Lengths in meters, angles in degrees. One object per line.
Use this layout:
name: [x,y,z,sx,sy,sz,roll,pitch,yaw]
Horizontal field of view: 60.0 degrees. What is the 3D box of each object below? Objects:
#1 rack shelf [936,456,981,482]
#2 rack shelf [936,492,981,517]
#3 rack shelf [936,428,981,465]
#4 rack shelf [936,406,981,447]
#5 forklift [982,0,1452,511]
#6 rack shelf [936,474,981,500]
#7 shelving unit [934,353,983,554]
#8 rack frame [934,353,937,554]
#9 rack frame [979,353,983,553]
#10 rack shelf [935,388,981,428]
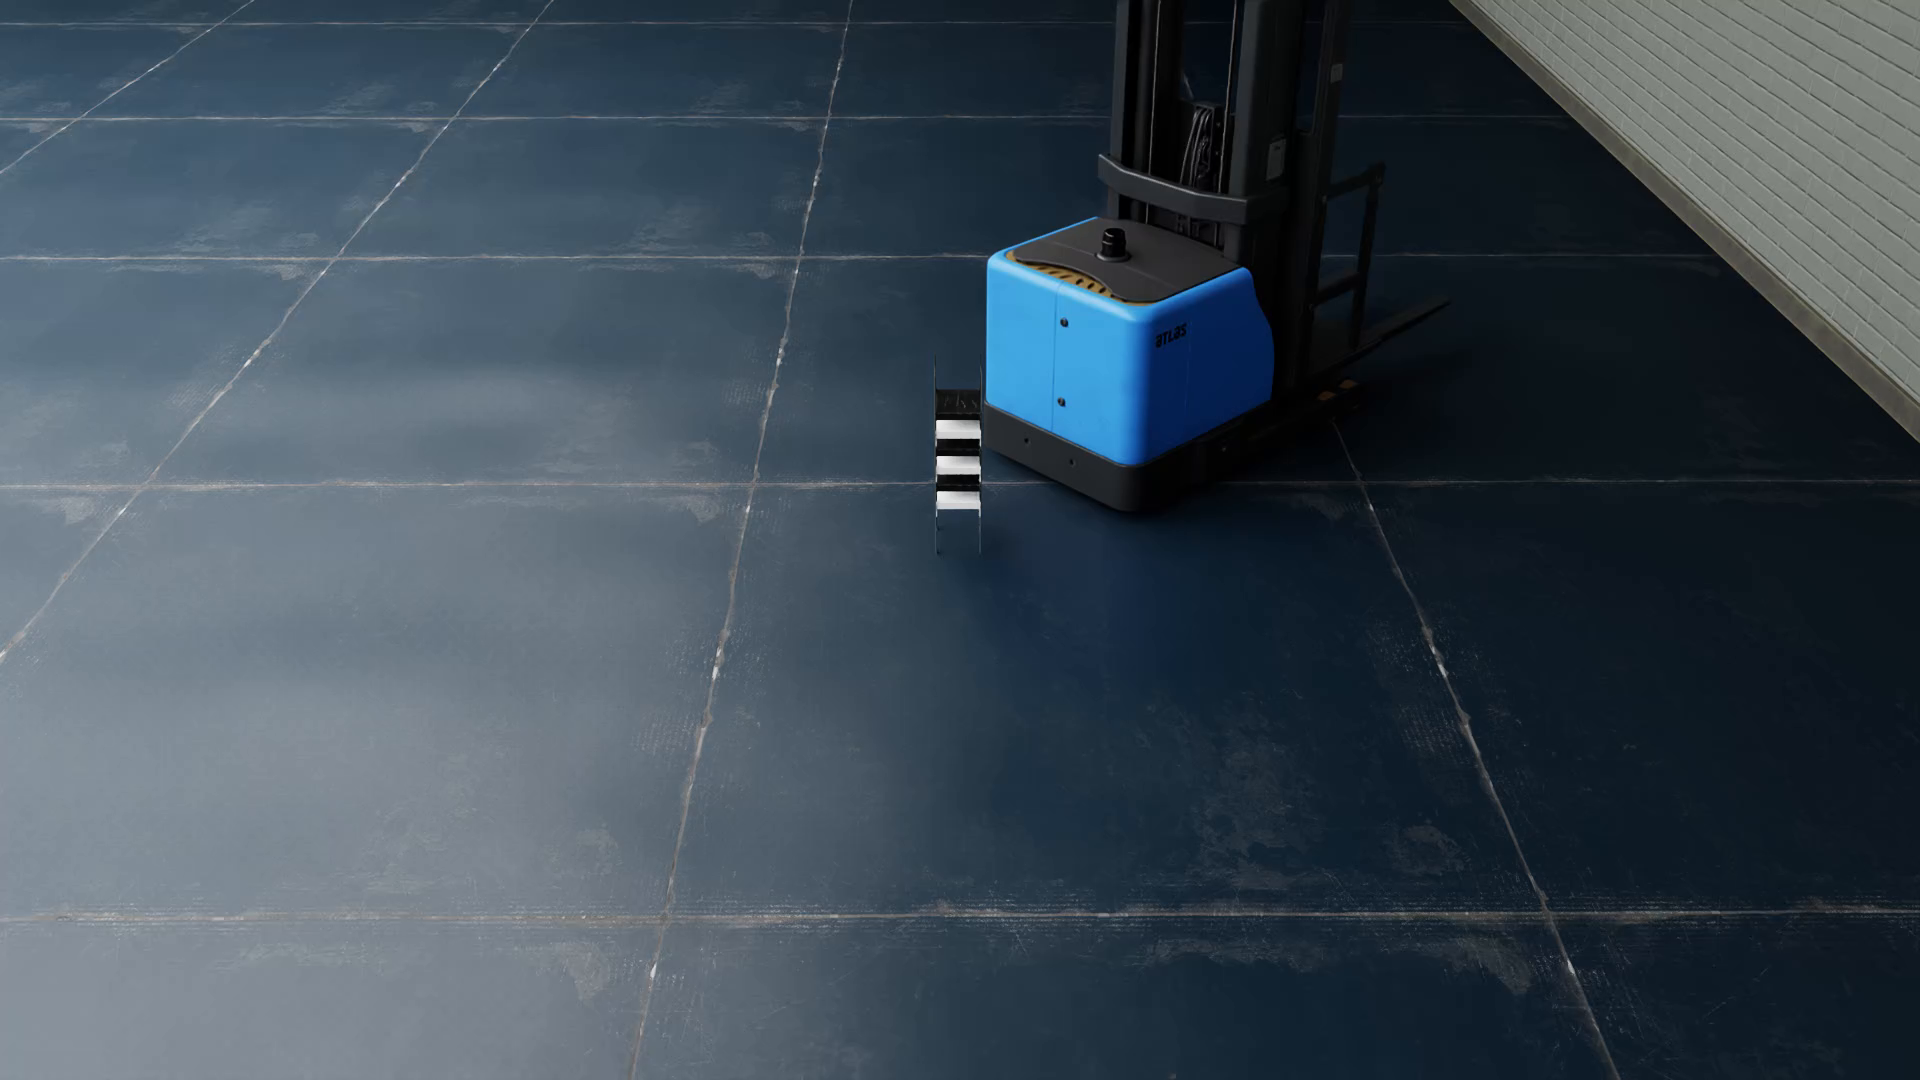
rack shelf: [-0.008,-0.356,7.534,0.200,0.077,0.258,0,31,0]
rack shelf: [-0.008,-0.202,7.627,0.200,0.077,0.258,0,31,0]
rack shelf: [-0.008,-0.433,7.487,0.200,0.077,0.258,0,31,0]
rack shelf: [-0.008,-0.510,7.440,0.200,0.077,0.258,0,31,0]
forklift: [1.526,-2.043,8.292,3.031,2.935,1.130,-26,40,-36]
rack shelf: [-0.008,-0.279,7.581,0.200,0.077,0.258,0,31,0]
shelving unit: [-0.008,-0.385,7.517,0.210,0.900,0.258,0,31,0]
rack frame: [-0.110,-0.384,7.516,0.006,0.900,0.240,0,31,0]
rack frame: [0.094,-0.385,7.517,0.006,0.900,0.240,0,31,0]
rack shelf: [-0.008,-0.587,7.394,0.200,0.077,0.258,0,31,0]
